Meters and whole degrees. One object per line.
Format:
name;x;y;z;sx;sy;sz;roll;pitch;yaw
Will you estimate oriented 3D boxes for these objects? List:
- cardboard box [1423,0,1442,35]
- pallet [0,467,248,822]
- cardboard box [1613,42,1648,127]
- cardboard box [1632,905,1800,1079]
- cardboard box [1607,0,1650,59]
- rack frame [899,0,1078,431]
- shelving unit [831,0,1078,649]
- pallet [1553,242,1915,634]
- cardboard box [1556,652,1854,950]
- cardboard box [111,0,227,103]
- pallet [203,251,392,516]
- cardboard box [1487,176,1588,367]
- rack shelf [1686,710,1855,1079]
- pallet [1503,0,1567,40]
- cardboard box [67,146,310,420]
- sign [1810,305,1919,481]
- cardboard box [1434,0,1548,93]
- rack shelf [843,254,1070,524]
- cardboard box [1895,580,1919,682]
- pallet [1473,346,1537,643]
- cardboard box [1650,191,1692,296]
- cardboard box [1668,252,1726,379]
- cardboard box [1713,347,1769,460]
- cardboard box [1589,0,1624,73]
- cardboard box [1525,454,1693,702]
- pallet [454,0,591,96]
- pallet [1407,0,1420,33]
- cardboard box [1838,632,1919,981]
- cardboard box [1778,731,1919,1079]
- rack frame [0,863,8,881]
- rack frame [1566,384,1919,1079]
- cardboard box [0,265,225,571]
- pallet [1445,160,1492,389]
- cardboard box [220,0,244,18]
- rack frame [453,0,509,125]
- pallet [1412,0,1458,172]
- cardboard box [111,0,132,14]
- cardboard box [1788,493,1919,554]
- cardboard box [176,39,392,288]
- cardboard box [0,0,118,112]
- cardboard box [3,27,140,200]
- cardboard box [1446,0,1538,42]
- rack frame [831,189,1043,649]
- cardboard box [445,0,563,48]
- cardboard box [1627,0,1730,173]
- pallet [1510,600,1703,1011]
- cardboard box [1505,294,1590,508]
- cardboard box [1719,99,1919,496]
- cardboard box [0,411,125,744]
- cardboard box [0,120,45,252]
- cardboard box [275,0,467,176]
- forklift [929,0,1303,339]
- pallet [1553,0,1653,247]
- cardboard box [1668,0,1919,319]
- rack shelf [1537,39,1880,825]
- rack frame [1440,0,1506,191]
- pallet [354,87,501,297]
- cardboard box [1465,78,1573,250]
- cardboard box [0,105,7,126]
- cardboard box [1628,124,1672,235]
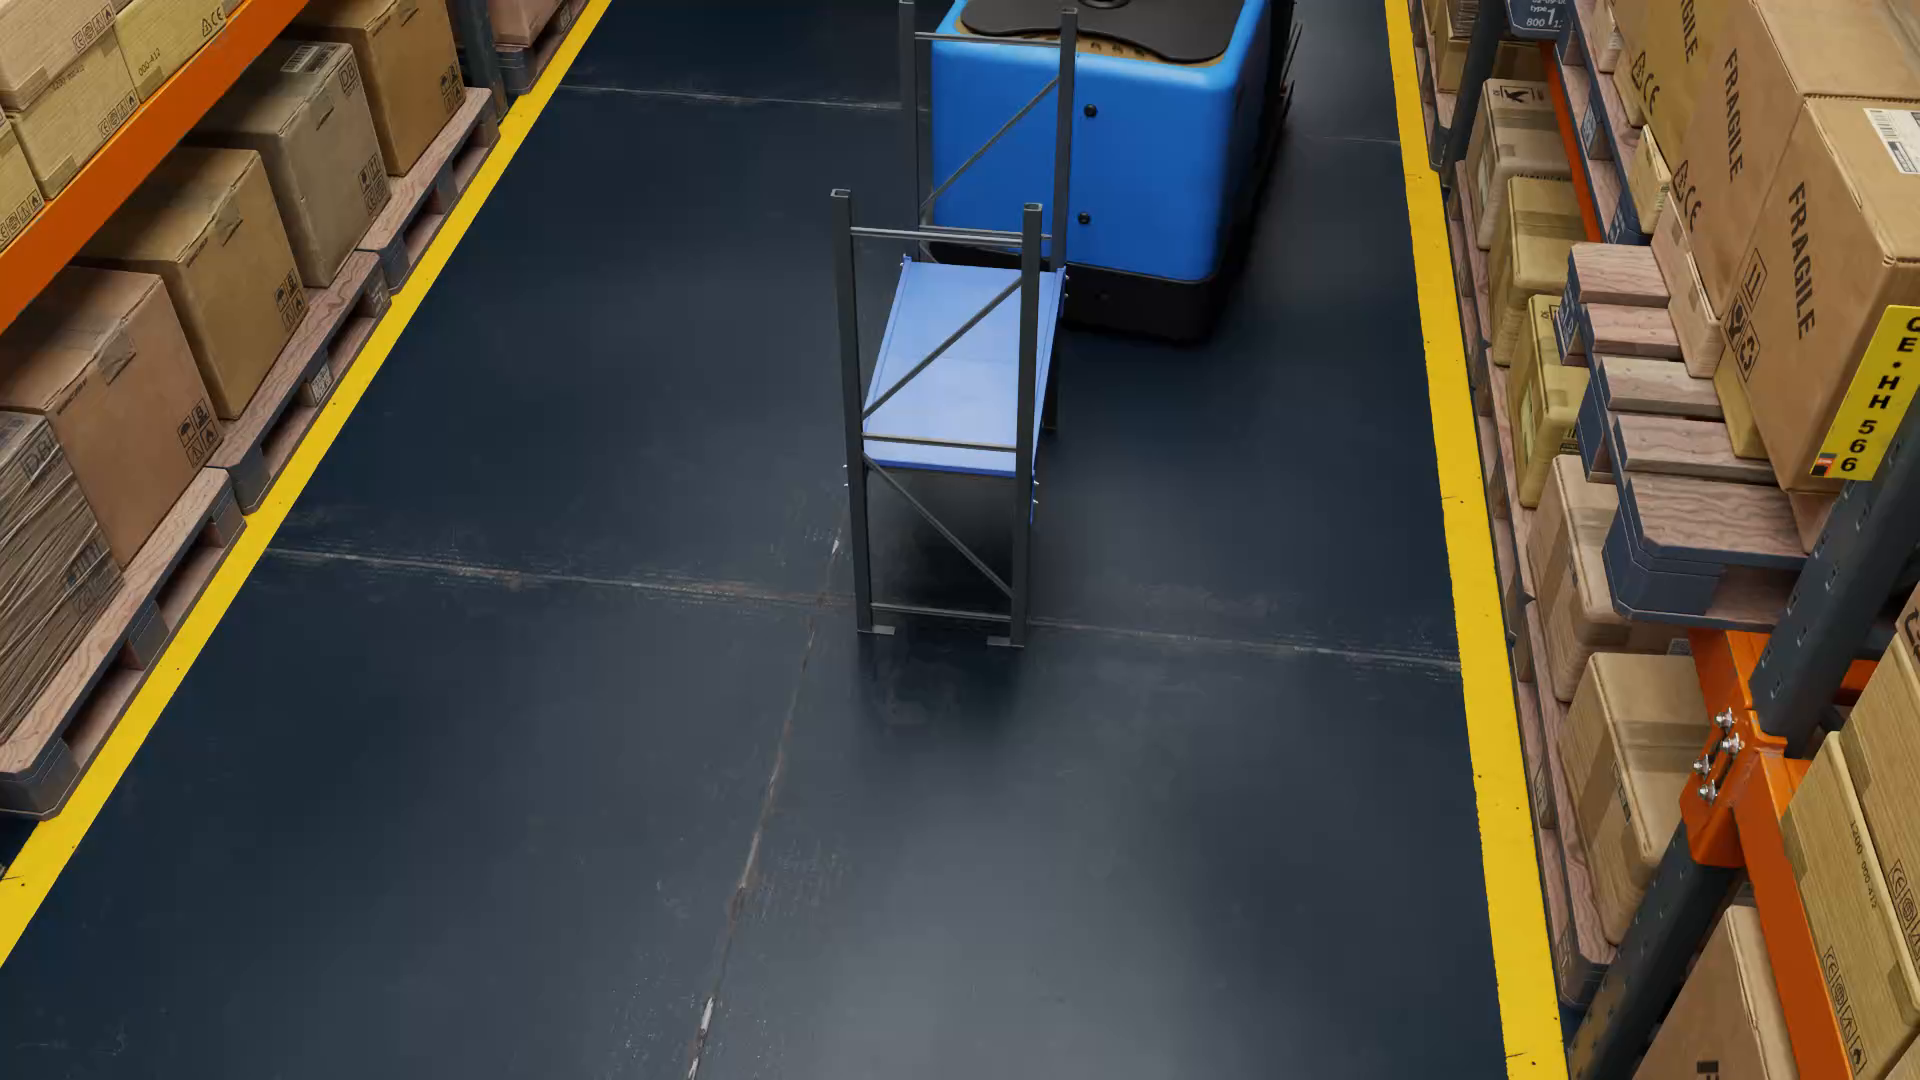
cardboard box;2.332;-2.453;7.353;0.500;0.250;0.500;4;44;4
pallet;-2.842;0.225;4.859;1.003;0.211;1.213;5;44;6
cardboard box;1.868;-1.151;4.161;0.380;0.149;0.250;4;44;4
cardboard box;1.758;1.301;2.935;0.875;0.875;0.875;5;44;5
cardboard box;1.912;-1.483;4.040;0.500;0.500;0.500;4;44;4
rack frame;0.078;-0.949;5.162;0.500;1.500;0.032;5;44;6
shelving unit;0.011;-0.603;4.796;0.538;1.500;1.048;5;44;6
pallet;1.920;-0.207;3.427;1.213;0.211;1.003;5;44;6
cardboard box;2.016;0.636;4.003;0.950;0.372;0.625;3;43;3
cardboard box;-2.485;-1.503;4.765;0.500;0.250;0.500;7;44;7
pallet;-2.678;-0.604;5.735;1.003;0.211;1.213;5;44;6
cardboard box;2.302;-0.858;5.580;0.950;0.372;0.625;8;44;8
rack shelf;1.667;1.843;1.646;1.077;0.370;4.000;5;44;6
pallet;2.215;-1.930;5.247;1.003;0.211;1.213;5;44;6
cardboard box;-2.726;-0.849;5.387;0.875;0.625;0.625;4;44;4
sign;1.392;-0.216;2.512;0.100;0.325;0.005;5;44;6
cardboard box;2.272;-2.089;6.969;0.500;0.250;0.500;7;44;7
rack shelf;0.011;-0.472;4.919;0.538;0.185;1.000;5;44;6
cardboard box;1.624;0.133;2.128;0.500;0.500;0.500;4;44;4
pallet;2.200;-0.131;5.234;1.003;0.211;1.213;5;44;6
cardboard box;1.735;-0.624;3.604;0.380;0.149;0.250;3;44;4
cardboard box;1.694;-0.453;3.424;0.380;0.149;0.250;5;44;5
cardboard box;1.705;-0.277;3.238;0.380;0.149;0.250;6;44;6
cardboard box;1.874;-1.335;4.356;0.380;0.149;0.250;7;44;7
cardboard box;2.106;0.132;4.534;0.950;0.372;0.625;4;44;5
pallet;-2.314;-2.482;7.718;1.003;0.211;1.213;5;44;6
pallet;2.673;-2.790;8.043;1.003;0.211;1.213;5;44;6
cardboard box;1.620;0.414;2.376;0.500;0.250;0.500;5;44;5
cardboard box;1.617;0.583;2.561;0.500;0.250;0.500;5;44;5
rack frame;-2.989;-0.230;3.312;1.000;3.000;0.127;5;44;6
rack frame;1.931;0.218;2.838;1.000;3.000;0.127;5;44;6
cardboard box;-2.815;-0.390;4.902;0.875;0.625;0.625;7;44;7
pallet;2.359;-0.964;6.115;1.003;0.211;1.213;5;44;6
cardboard box;-2.425;-1.856;5.137;0.500;0.250;0.500;5;44;6
rack frame;-2.460;-2.956;6.191;1.000;3.000;0.127;5;44;6
pallet;2.514;-1.956;7.162;1.003;0.211;1.213;5;44;6
cardboard box;-2.491;-1.684;4.593;0.500;0.250;0.500;6;44;6
cardboard box;1.741;-0.088;3.038;0.380;0.149;0.250;7;44;7
cardboard box;-2.628;-1.362;5.928;0.875;0.625;0.625;5;44;5
cardboard box;-2.534;-1.334;4.222;0.500;0.250;0.500;4;44;4
cardboard box;-2.556;-1.150;4.392;0.500;0.250;0.500;4;44;4
cardboard box;2.272;-2.362;6.712;0.500;0.500;0.500;5;44;5
rack frame;-0.056;-0.256;4.430;0.500;1.500;0.032;5;44;6
cardboard box;-2.068;-2.410;7.308;0.500;0.250;0.500;6;44;6
cardboard box;1.839;-1.111;3.647;0.500;0.500;0.500;3;43;3
pallet;2.036;0.698;4.359;1.003;0.211;1.213;5;44;6
cardboard box;2.211;-0.384;5.080;0.950;0.372;0.625;7;44;7
cardboard box;1.716;-0.414;2.911;0.500;0.500;0.500;4;44;4
cardboard box;-2.893;0.056;4.431;0.875;0.625;0.625;7;44;7
cardboard box;-2.617;-0.798;4.021;0.500;0.250;0.500;4;44;5
cardboard box;-2.518;-1.890;6.486;0.875;0.625;0.625;7;44;7
forklift;0.800;-2.805;6.081;1.130;2.935;3.031;12;45;12
pallet;2.153;-1.065;4.332;1.003;0.211;1.213;5;44;6
cardboard box;1.773;-0.767;3.284;0.500;0.500;0.500;5;44;5
rack shelf;2.196;-0.883;4.525;1.077;0.370;4.000;5;44;6
rack frame;2.460;-2.508;5.717;1.000;3.000;0.127;5;44;6
pallet;-2.519;-1.438;6.615;1.003;0.211;1.213;5;44;6
cardboard box;2.393;-1.348;6.098;0.950;0.372;0.625;6;44;6
cardboard box;-2.621;-0.979;3.847;0.500;0.250;0.500;7;44;7
cardboard box;1.758;-0.812;3.804;0.380;0.149;0.250;6;44;6
